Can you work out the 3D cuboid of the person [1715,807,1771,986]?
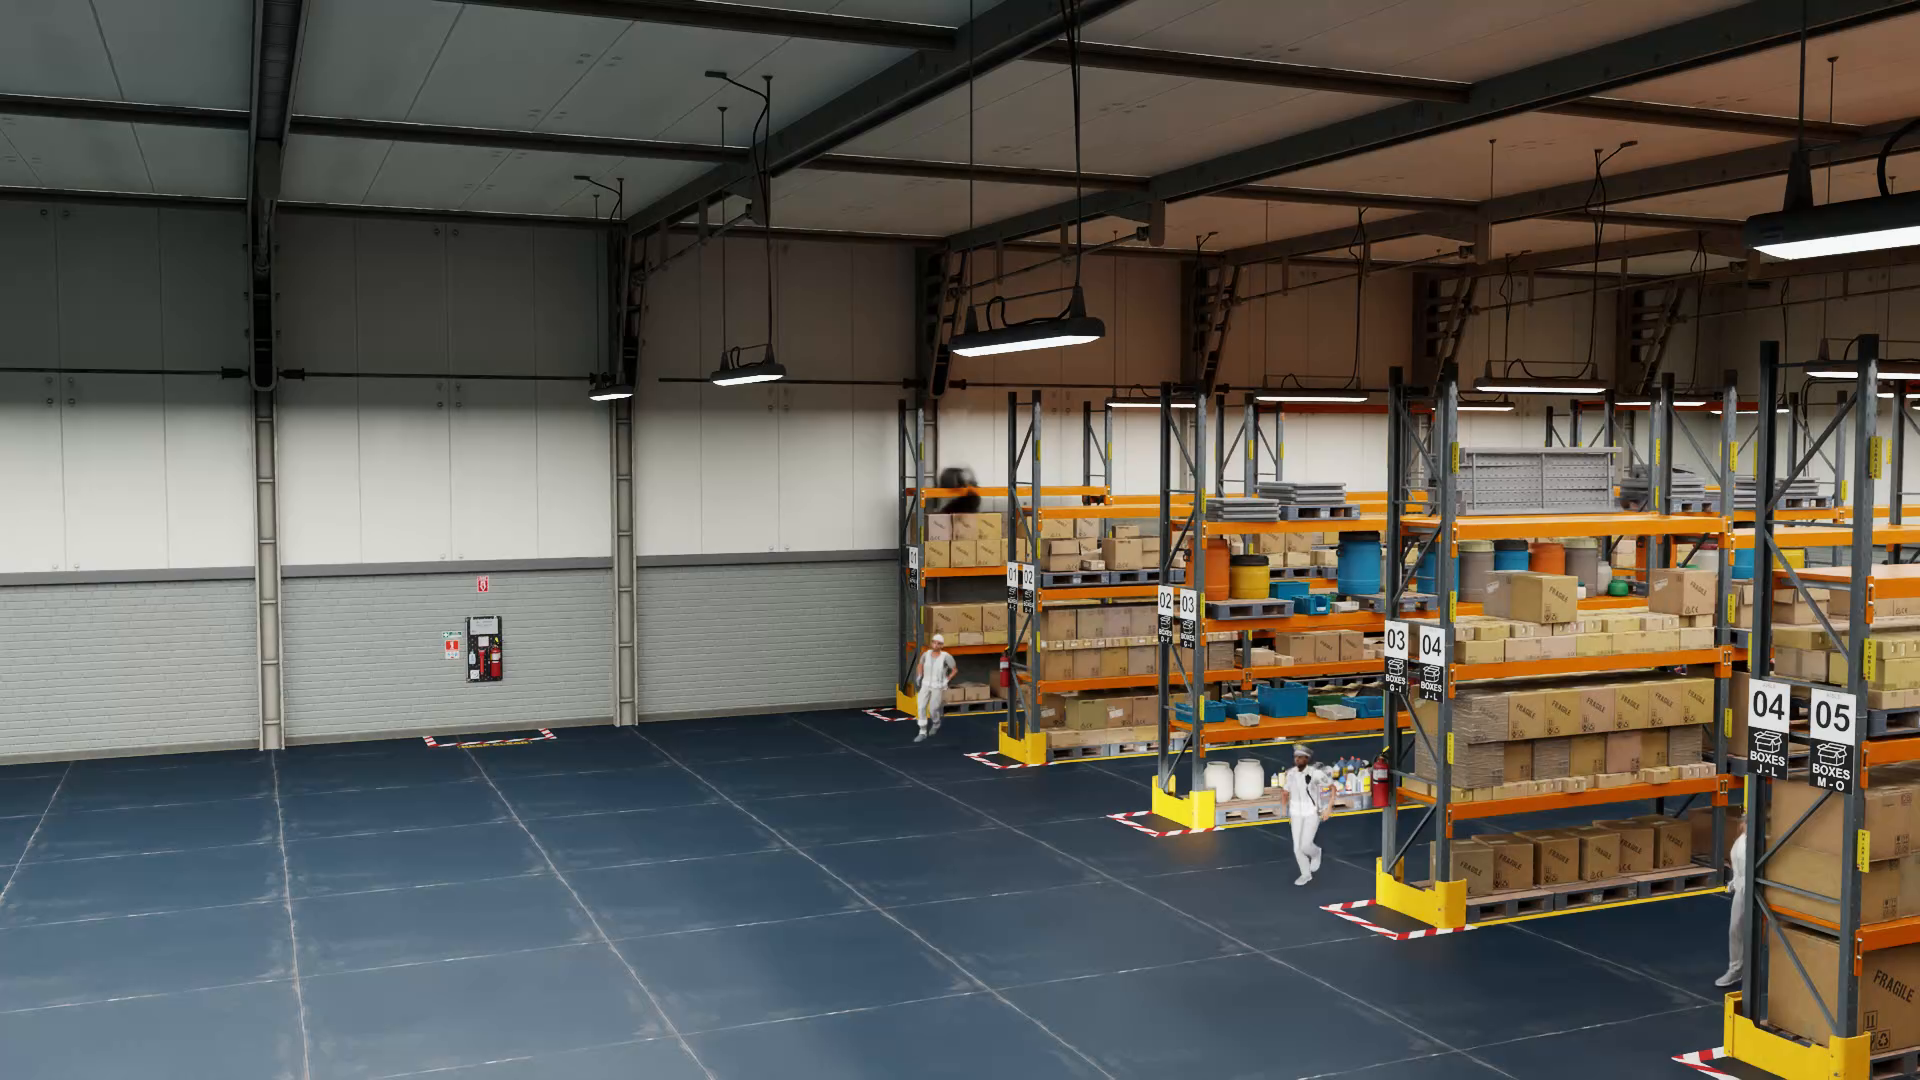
[{"bbox_3d":[7.585,3.377,15.804,0.833,1.705,0.608,-1,3,-16],"label":"person"}]

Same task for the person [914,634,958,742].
[{"bbox_3d":[-0.399,2.414,27.323,0.725,1.748,0.714,1,4,21],"label":"person"}]

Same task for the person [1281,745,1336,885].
[{"bbox_3d":[4.019,3.207,19.376,0.614,1.661,0.620,3,4,38],"label":"person"}]
